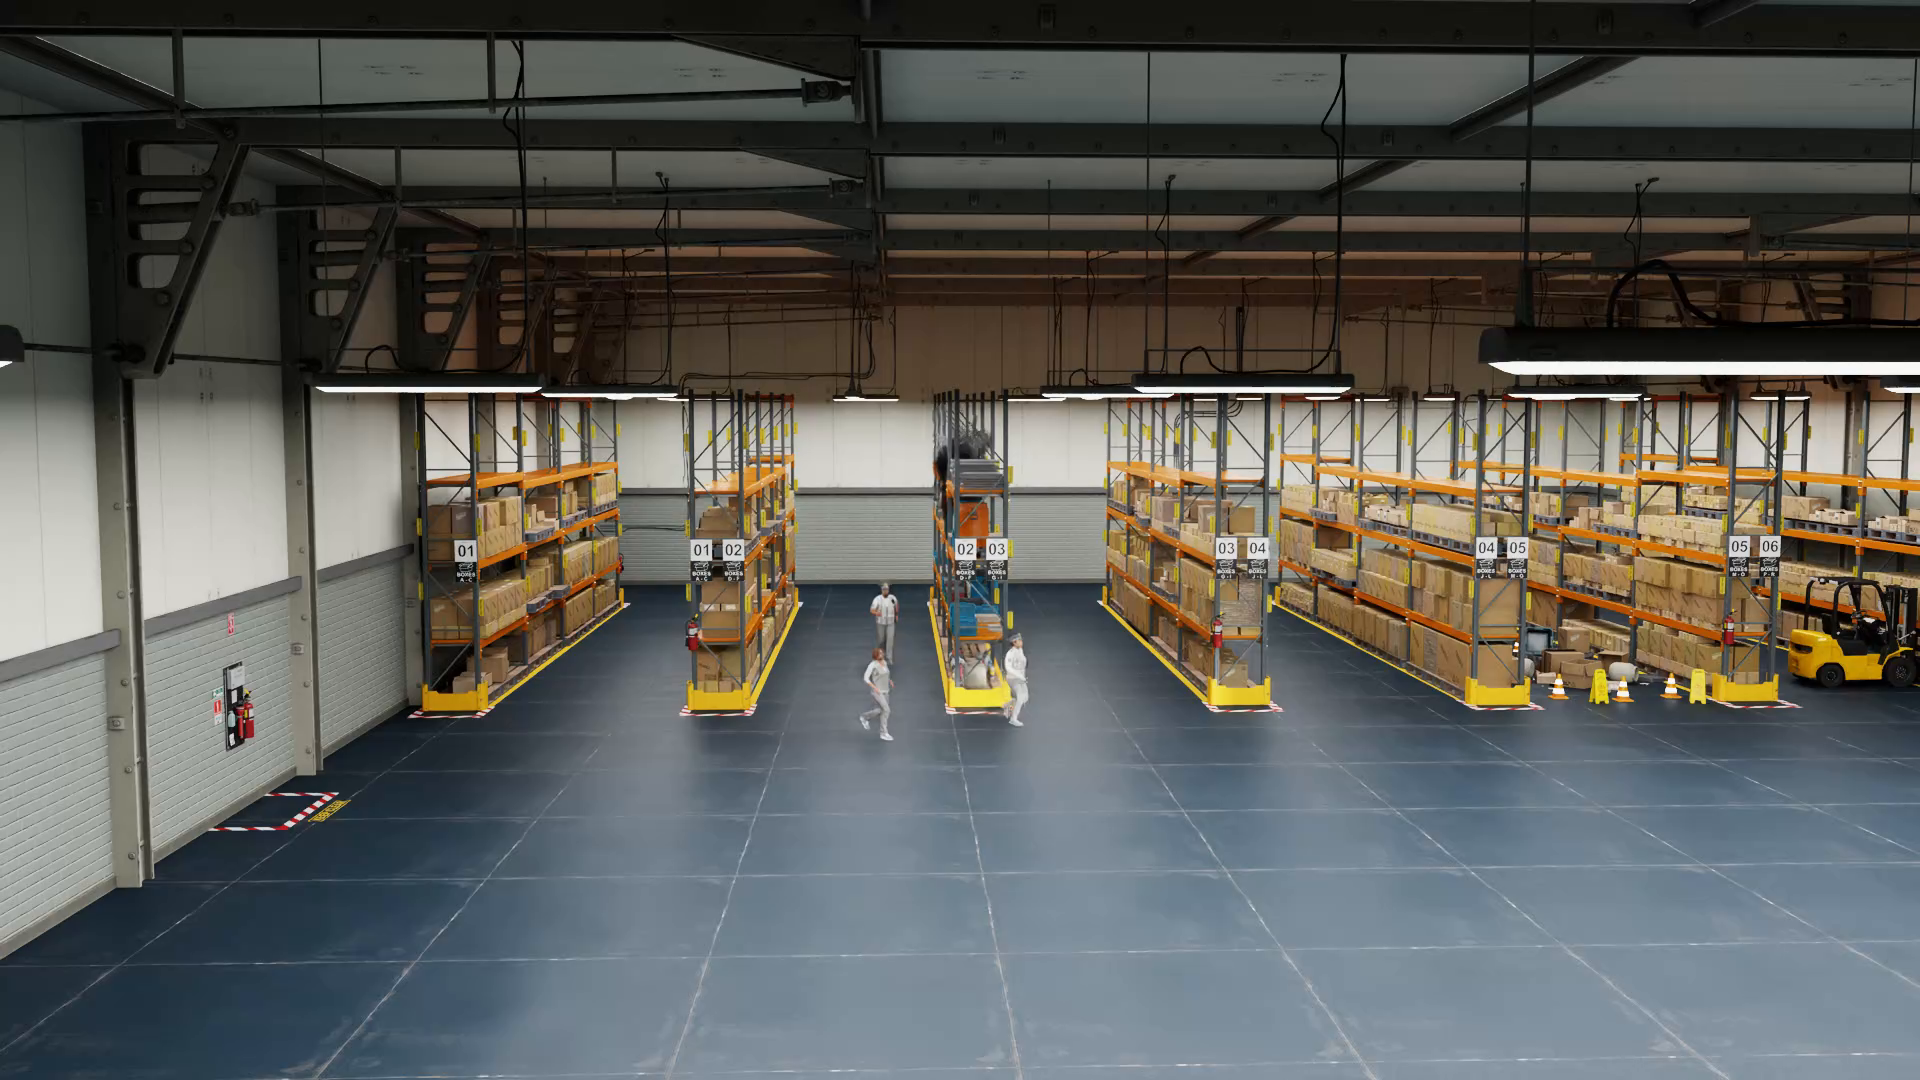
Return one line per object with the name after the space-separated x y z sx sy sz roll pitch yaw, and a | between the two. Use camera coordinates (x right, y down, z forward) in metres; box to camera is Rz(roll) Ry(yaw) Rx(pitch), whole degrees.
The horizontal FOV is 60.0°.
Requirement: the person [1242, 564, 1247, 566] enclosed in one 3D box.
7.854 1.012 46.975 0.749 1.731 0.971 1 5 17 | person

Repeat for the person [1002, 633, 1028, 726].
0.986 2.480 29.745 0.578 1.659 0.657 3 5 29 | person

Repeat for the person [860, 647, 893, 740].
-1.431 2.622 28.533 0.669 1.587 0.534 3 5 31 | person

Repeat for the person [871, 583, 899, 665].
-1.649 1.831 36.836 0.664 1.779 0.954 -1 5 -12 | person
